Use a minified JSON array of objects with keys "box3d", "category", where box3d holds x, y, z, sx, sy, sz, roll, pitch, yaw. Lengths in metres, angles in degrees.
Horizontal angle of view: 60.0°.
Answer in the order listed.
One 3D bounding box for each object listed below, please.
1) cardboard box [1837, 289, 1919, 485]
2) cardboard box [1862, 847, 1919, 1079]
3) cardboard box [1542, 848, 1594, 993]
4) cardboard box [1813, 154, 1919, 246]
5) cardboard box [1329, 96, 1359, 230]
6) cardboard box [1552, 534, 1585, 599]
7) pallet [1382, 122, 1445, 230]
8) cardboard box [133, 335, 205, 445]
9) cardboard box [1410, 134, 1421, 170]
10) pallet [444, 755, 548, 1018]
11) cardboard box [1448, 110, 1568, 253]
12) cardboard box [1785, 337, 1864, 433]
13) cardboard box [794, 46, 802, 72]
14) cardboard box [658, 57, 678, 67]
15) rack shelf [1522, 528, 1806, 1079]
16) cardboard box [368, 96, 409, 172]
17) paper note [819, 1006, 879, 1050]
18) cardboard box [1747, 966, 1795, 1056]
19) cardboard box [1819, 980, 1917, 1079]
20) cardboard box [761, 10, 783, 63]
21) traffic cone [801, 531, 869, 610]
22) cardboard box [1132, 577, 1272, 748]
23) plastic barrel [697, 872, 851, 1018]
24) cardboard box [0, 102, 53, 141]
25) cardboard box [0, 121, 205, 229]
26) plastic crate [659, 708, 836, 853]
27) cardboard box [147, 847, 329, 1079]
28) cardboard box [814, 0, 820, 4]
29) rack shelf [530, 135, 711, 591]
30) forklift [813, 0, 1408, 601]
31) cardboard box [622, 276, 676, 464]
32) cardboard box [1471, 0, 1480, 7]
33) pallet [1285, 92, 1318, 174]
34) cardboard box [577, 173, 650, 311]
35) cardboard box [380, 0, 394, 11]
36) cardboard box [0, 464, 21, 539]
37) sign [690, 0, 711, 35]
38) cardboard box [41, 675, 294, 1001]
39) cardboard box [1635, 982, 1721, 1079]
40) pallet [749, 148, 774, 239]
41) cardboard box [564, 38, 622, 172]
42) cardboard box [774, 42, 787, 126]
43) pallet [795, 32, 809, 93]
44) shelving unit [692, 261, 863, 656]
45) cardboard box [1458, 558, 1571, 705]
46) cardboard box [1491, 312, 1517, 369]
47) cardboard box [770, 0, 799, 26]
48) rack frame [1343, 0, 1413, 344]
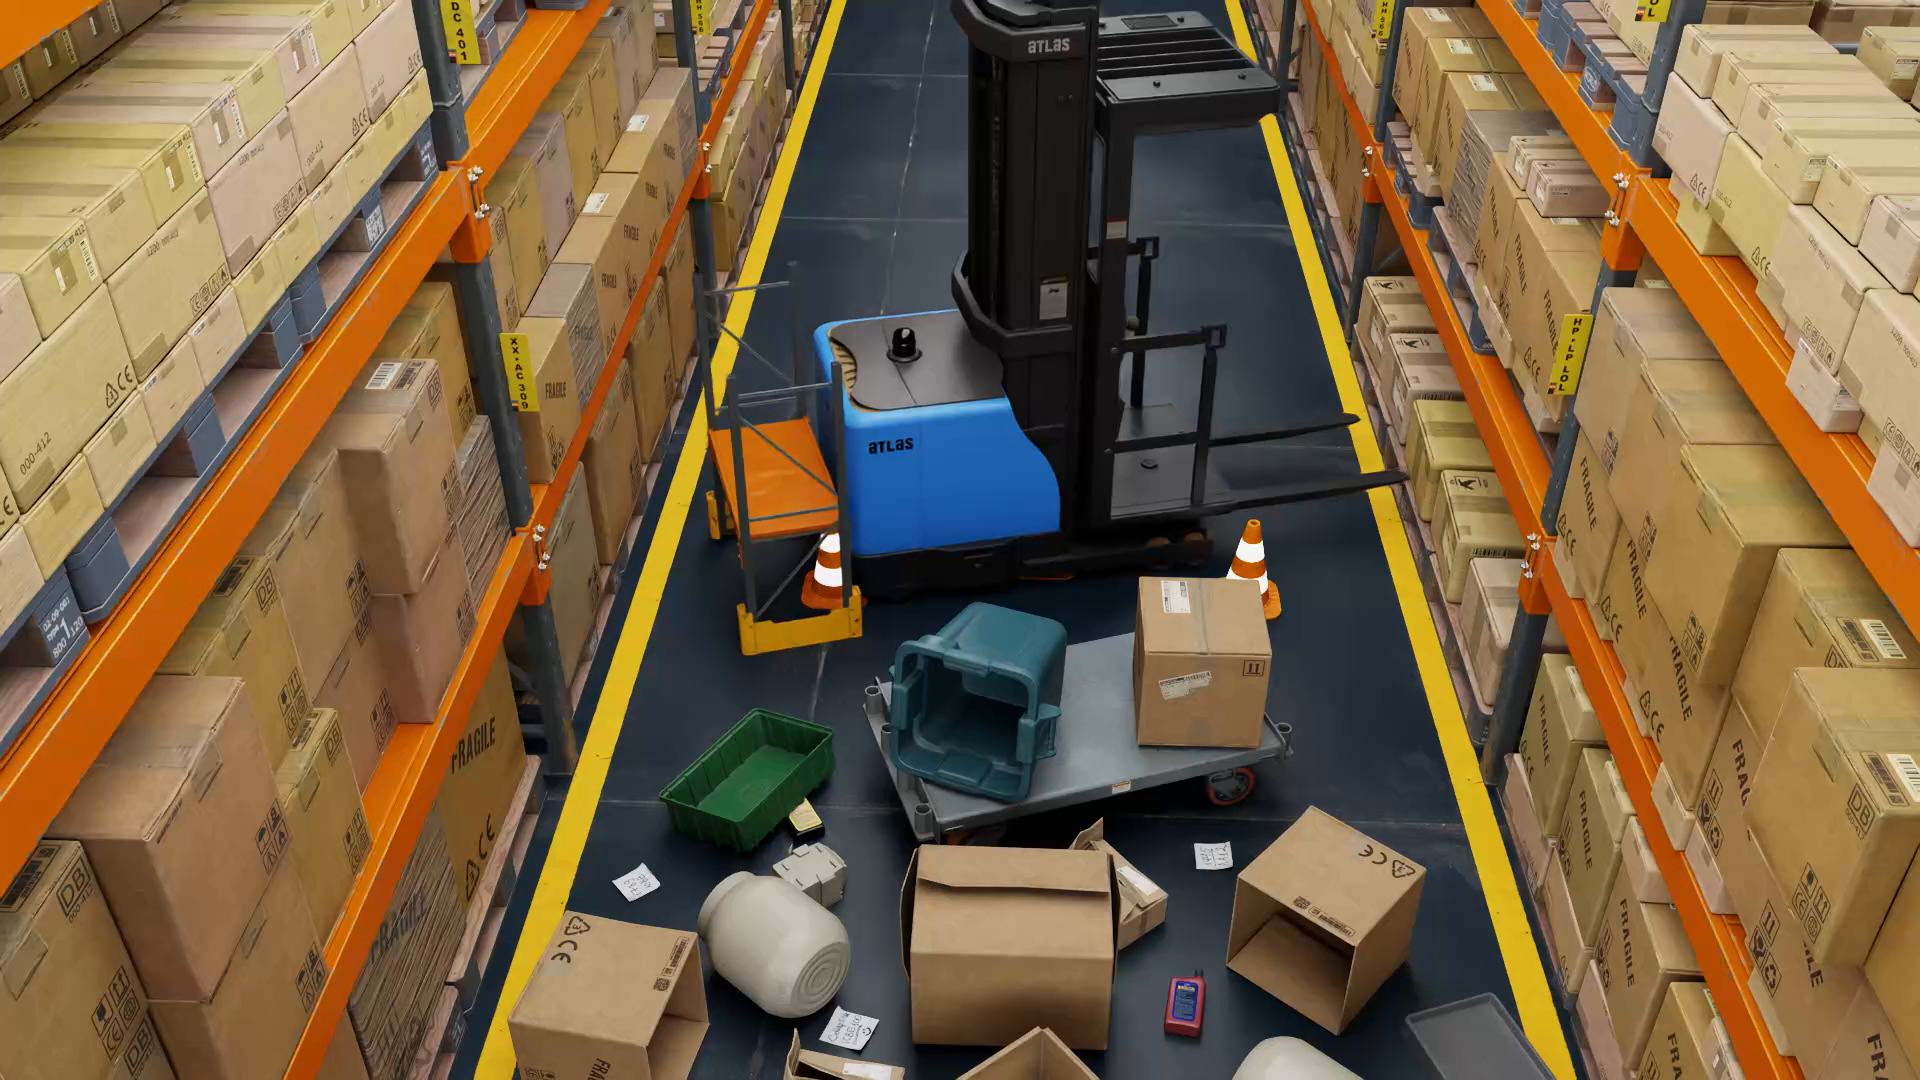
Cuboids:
[{"box3d":[2.415,-0.353,3.853,0.500,0.250,0.500,2,35,2],"category":"cardboard box"},{"box3d":[2.438,0.951,3.519,0.700,0.500,0.500,2,35,2],"category":"cardboard box"},{"box3d":[2.465,1.407,6.112,0.500,0.250,0.500,3,35,5],"category":"cardboard box"},{"box3d":[2.432,-0.868,4.238,0.380,0.149,0.250,0,35,0],"category":"cardboard box"},{"box3d":[3.080,-2.694,11.403,0.875,0.875,0.875,2,35,2],"category":"cardboard box"},{"box3d":[2.435,0.090,6.177,0.380,0.149,0.250,1,35,2],"category":"cardboard box"},{"box3d":[3.007,-1.994,9.091,1.213,0.211,1.003,1,35,2],"category":"pallet"},{"box3d":[-1.948,-0.343,3.732,0.380,0.149,0.250,2,35,2],"category":"cardboard box"},{"box3d":[2.628,-2.053,8.862,0.380,0.149,0.250,-1,35,-1],"category":"cardboard box"},{"box3d":[-2.290,1.333,6.615,1.003,0.211,1.213,1,35,2],"category":"pallet"},{"box3d":[2.623,-1.674,7.758,0.500,0.500,0.500,0,35,0],"category":"cardboard box"},{"box3d":[2.371,-0.399,4.264,0.380,0.149,0.250,1,35,1],"category":"cardboard box"},{"box3d":[-1.525,-4.046,13.958,0.380,0.149,0.250,0,35,0],"category":"cardboard box"},{"box3d":[-1.801,-2.862,10.013,0.380,0.149,0.250,1,35,1],"category":"cardboard box"},{"box3d":[2.688,1.257,4.924,1.077,0.370,4.000,1,35,2],"category":"rack shelf"},{"box3d":[-1.887,-1.218,4.978,0.380,0.149,0.250,2,35,3],"category":"cardboard box"},{"box3d":[-0.408,1.798,6.118,0.172,0.023,0.155,13,37,18],"category":"paper note"},{"box3d":[2.390,1.258,4.515,0.380,0.149,0.250,1,35,1],"category":"cardboard box"},{"box3d":[2.379,1.343,3.830,0.500,0.500,0.500,1,35,2],"category":"cardboard box"},{"box3d":[-1.638,-3.861,12.737,0.500,0.250,0.500,0,35,1],"category":"cardboard box"},{"box3d":[-0.619,0.060,8.208,0.336,0.463,0.334,1,35,2],"category":"traffic cone"},{"box3d":[0.989,0.503,6.887,0.500,0.500,0.500,1,35,2],"category":"cardboard box"},{"box3d":[-0.694,1.499,6.195,0.512,0.421,0.421,28,44,33],"category":"plastic barrel"},{"box3d":[-2.520,-0.889,4.162,0.500,0.250,0.500,1,35,1],"category":"cardboard box"},{"box3d":[-1.938,-0.816,3.712,0.380,0.149,0.250,2,35,2],"category":"cardboard box"},{"box3d":[-0.880,1.014,7.039,0.450,0.188,0.662,11,35,32],"category":"plastic crate"},{"box3d":[-2.224,1.145,4.328,0.875,0.550,0.550,1,35,2],"category":"cardboard box"},{"box3d":[-1.494,-5.089,15.442,0.380,0.149,0.250,2,35,3],"category":"cardboard box"},{"box3d":[-2.101,-1.097,8.274,1.077,0.370,4.000,1,35,2],"category":"rack shelf"},{"box3d":[0.818,-1.336,8.048,3.031,2.935,1.130,-8,36,-11],"category":"forklift"},{"box3d":[-2.167,-0.942,9.019,1.050,0.750,0.750,2,35,3],"category":"cardboard box"},{"box3d":[3.193,-3.212,9.701,0.500,0.500,0.500,0,35,0],"category":"cardboard box"},{"box3d":[3.134,-3.197,13.061,1.003,0.211,1.213,1,35,2],"category":"pallet"},{"box3d":[-1.829,-1.448,8.061,0.500,0.500,0.500,2,35,3],"category":"cardboard box"},{"box3d":[-1.878,-1.688,4.954,0.380,0.149,0.250,1,35,1],"category":"cardboard box"},{"box3d":[-2.047,-0.008,2.909,0.500,0.250,0.500,1,35,1],"category":"cardboard box"},{"box3d":[-1.466,-3.003,9.354,0.100,0.325,0.005,1,35,2],"category":"sign"},{"box3d":[-2.201,0.703,4.017,0.875,0.550,0.550,1,35,2],"category":"cardboard box"},{"box3d":[2.424,1.702,5.039,0.500,0.500,0.500,1,35,1],"category":"cardboard box"},{"box3d":[-1.936,-2.548,12.137,1.003,0.211,1.213,1,35,2],"category":"pallet"},{"box3d":[-2.086,-2.148,8.186,0.700,0.500,0.500,1,35,1],"category":"cardboard box"},{"box3d":[-1.638,-3.557,12.957,0.500,0.500,0.500,1,35,1],"category":"cardboard box"},{"box3d":[-1.869,-4.085,14.324,1.003,0.211,1.213,1,35,2],"category":"pallet"},{"box3d":[-0.892,-0.404,7.966,0.587,1.500,1.083,-9,36,-13],"category":"shelving unit"},{"box3d":[2.787,0.416,7.416,0.950,0.372,0.625,2,35,2],"category":"cardboard box"},{"box3d":[2.516,-0.857,7.160,0.380,0.149,0.250,1,35,1],"category":"cardboard box"},{"box3d":[-1.569,-4.438,13.998,0.380,0.149,0.250,3,35,4],"category":"cardboard box"},{"box3d":[2.929,-2.484,9.622,1.000,3.000,0.127,1,35,2],"category":"rack frame"}]
